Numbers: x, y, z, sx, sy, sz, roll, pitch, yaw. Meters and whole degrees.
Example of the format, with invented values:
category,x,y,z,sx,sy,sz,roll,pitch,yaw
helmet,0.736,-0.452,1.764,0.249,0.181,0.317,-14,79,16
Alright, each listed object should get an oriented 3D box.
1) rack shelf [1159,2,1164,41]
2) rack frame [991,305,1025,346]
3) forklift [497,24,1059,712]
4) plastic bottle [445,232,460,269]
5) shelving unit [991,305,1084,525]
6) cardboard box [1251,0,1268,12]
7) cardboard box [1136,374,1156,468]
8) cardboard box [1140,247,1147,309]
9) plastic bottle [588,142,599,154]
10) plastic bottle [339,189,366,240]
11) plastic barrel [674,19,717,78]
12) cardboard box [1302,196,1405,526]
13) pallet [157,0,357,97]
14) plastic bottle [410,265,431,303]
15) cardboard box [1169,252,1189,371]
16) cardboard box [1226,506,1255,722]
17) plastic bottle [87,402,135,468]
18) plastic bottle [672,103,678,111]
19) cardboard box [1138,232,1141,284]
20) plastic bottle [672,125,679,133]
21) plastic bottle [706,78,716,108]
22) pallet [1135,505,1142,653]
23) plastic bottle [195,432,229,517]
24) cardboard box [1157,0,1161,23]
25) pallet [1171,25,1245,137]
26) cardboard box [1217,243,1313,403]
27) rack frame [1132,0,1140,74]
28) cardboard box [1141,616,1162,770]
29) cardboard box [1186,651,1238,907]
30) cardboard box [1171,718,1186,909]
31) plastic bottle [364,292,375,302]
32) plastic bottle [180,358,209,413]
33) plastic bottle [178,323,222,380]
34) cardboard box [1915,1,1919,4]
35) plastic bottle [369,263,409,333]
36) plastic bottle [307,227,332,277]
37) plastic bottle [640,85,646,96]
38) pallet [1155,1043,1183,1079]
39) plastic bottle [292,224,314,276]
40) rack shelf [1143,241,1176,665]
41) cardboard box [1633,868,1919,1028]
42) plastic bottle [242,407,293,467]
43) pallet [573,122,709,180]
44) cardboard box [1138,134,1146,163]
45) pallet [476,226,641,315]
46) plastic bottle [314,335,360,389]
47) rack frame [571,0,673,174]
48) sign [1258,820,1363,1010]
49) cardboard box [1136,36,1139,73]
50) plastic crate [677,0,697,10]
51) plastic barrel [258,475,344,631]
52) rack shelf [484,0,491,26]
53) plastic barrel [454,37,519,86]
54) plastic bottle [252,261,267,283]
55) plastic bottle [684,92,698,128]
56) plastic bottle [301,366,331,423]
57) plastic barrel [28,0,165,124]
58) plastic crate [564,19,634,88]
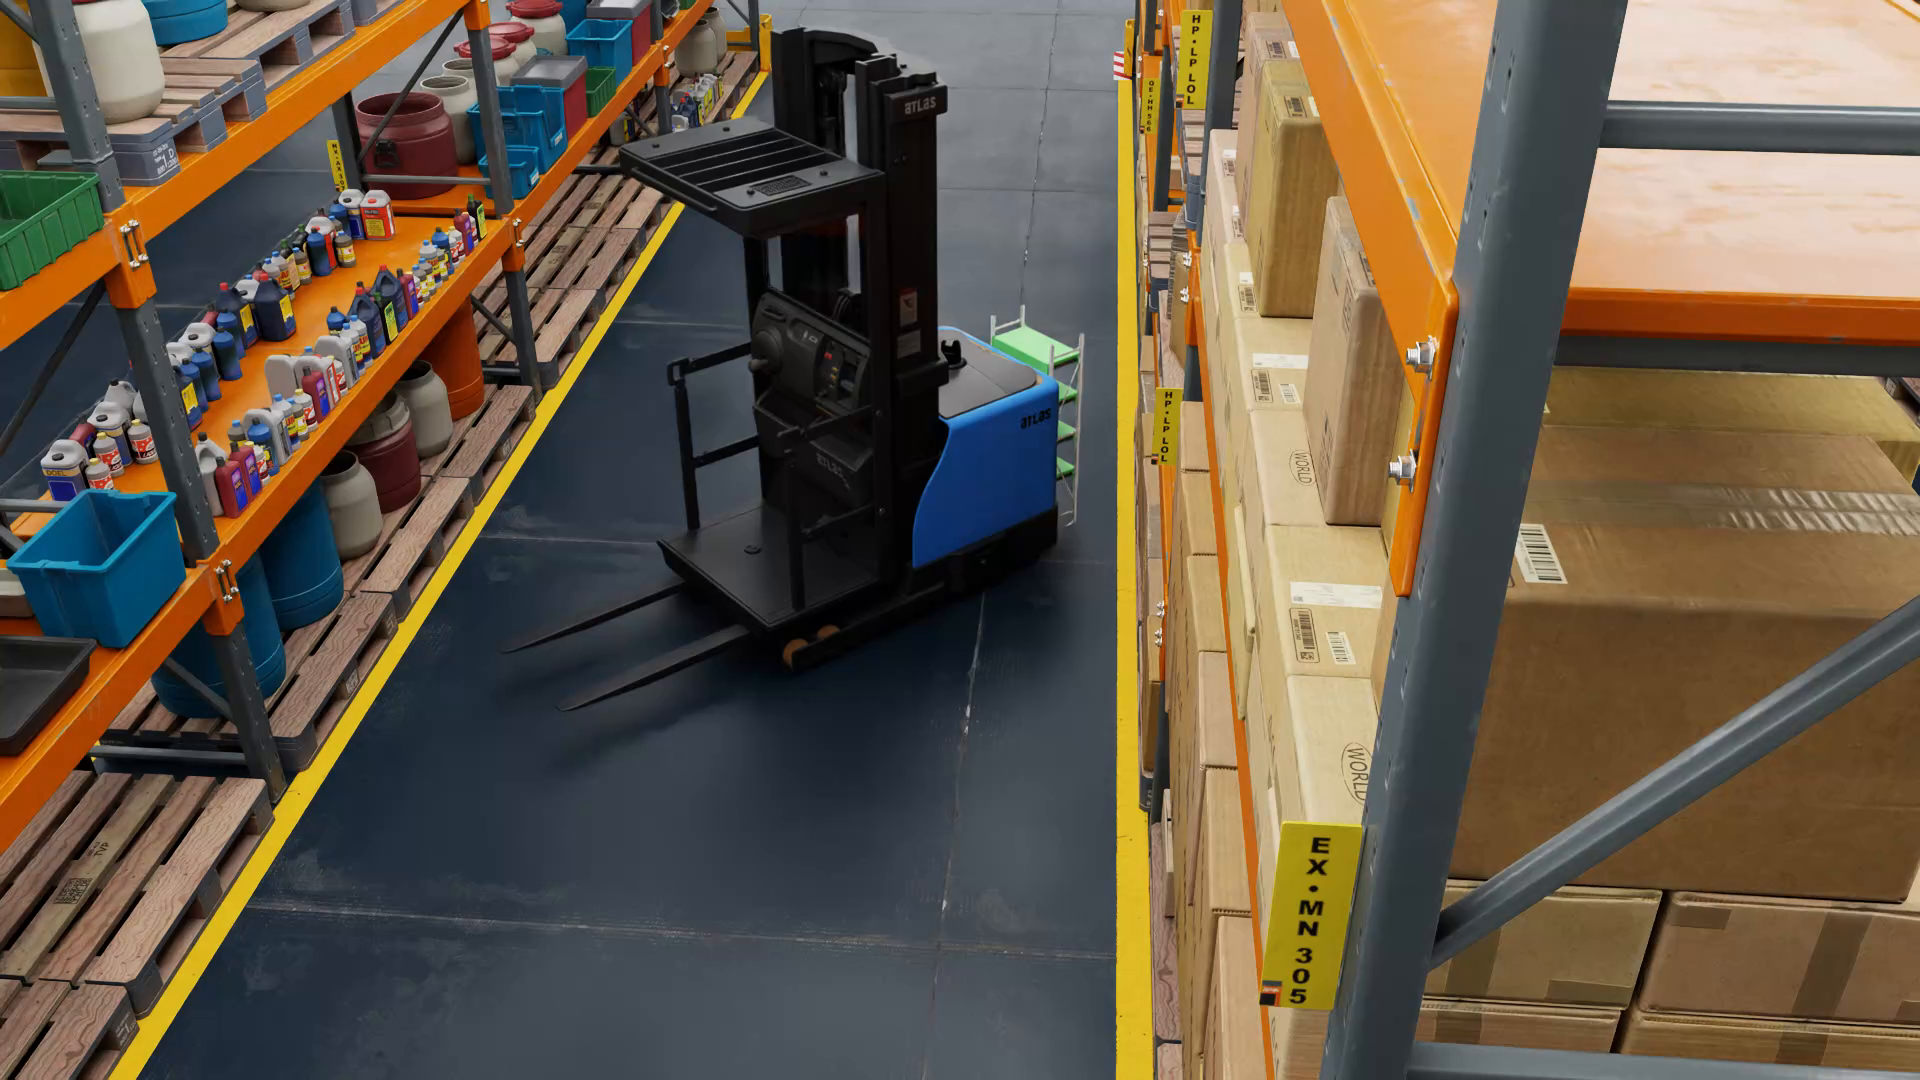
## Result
category,x,y,z,sx,sy,sz,roll,pitch,yaw
rack shelf,1.820,-4.018,11.018,1.077,0.370,4.000,2,32,4
rack frame,0.270,-0.774,9.642,0.240,1.200,0.015,-23,39,-33
forklift,-0.913,-0.892,8.184,3.031,2.935,1.130,-23,39,-33
plastic bottle,-2.941,-1.669,9.570,0.097,0.201,0.097,0,32,0
shelving unit,0.425,-0.675,9.482,0.258,1.200,0.503,-23,39,-33
cardboard box,1.478,-2.061,6.566,0.600,0.600,0.600,2,32,3
cardboard box,1.298,-0.625,9.648,0.500,0.500,0.500,1,32,2
cardboard box,1.490,-1.805,11.286,0.500,0.311,0.500,2,32,3
plastic bottle,-3.235,-3.506,14.607,0.097,0.201,0.097,0,32,0
plastic bottle,-3.637,-1.950,9.953,0.152,0.276,0.135,2,32,4
plastic barrel,-2.646,-4.908,16.607,0.421,0.512,0.421,0,32,0
cardboard box,1.090,-0.357,3.342,0.700,0.500,0.500,2,32,4
pallet,-3.549,-2.327,7.768,1.003,0.211,1.213,2,32,4
plastic bottle,-2.981,-1.415,9.157,0.097,0.201,0.097,0,32,0
cardboard box,1.414,-1.058,7.892,0.700,0.500,0.500,-5,32,-9
cardboard box,0.864,0.166,3.686,0.500,0.250,0.500,2,32,4
plastic bottle,-3.865,-0.481,7.571,0.152,0.276,0.135,2,32,4
plastic bottle,-2.583,-3.818,15.047,0.097,0.271,0.097,0,32,0
cardboard box,1.578,-2.097,12.294,0.500,0.250,0.500,3,32,5
plastic bottle,-2.491,-3.480,14.500,0.097,0.271,0.097,0,32,0
plastic bottle,-2.400,-4.244,15.734,0.152,0.276,0.135,2,32,3
pallet,1.457,0.211,8.987,1.003,0.211,1.213,2,32,4
plastic bottle,-3.250,-0.294,7.195,0.144,0.351,0.185,2,32,4
cardboard box,2.049,-4.644,14.111,0.700,0.500,0.500,2,32,3
pallet,1.536,-1.987,7.216,1.213,0.211,1.003,2,32,4
cardboard box,0.953,-0.570,4.403,0.500,0.250,0.500,2,32,4
rack frame,2.308,-6.185,16.707,1.000,3.000,0.127,2,32,4
cardboard box,1.086,0.697,7.504,0.500,0.500,0.500,2,32,4
cardboard box,0.888,0.665,4.544,0.500,0.500,0.500,3,32,6
cardboard box,0.937,0.832,5.226,0.500,0.500,0.500,2,32,4
plastic bottle,-3.067,-1.174,8.687,0.061,0.283,0.133,2,32,4
plastic bottle,-3.699,-0.748,8.007,0.097,0.271,0.097,0,32,0
plastic bottle,-3.795,-0.937,8.309,0.152,0.276,0.135,2,32,4
cardboard box,6.792,-3.557,11.928,0.700,0.500,0.500,6,32,9
plastic bottle,-3.035,-1.285,8.803,0.144,0.351,0.185,2,32,4
plastic bottle,-3.651,-1.644,9.461,0.097,0.271,0.097,0,32,0
plastic bottle,-3.095,-4.405,16.067,0.097,0.201,0.097,0,32,0
pallet,1.178,2.276,5.636,1.003,0.211,1.213,2,32,4
plastic bottle,-3.731,-1.643,9.448,0.061,0.283,0.133,2,32,4
rack shelf,1.494,-0.649,8.410,1.077,0.370,4.000,2,32,4
cardboard box,1.307,0.498,2.670,0.500,0.250,0.500,2,32,4
plastic bottle,-3.158,-0.488,7.581,0.152,0.276,0.135,2,32,4
pallet,-2.858,-3.469,14.958,1.003,0.211,1.213,2,32,4
cardboard box,1.701,-3.134,13.443,0.500,0.311,0.500,3,32,4
pallet,-3.076,-2.067,12.684,1.003,0.211,1.213,2,32,4
plastic bottle,-3.093,-0.902,8.253,0.152,0.276,0.135,2,32,4
rack frame,-2.954,-4.307,13.659,1.000,3.000,0.127,2,32,4
sign,0.454,0.494,2.167,0.100,0.325,0.005,2,32,4
cardboard box,2.043,-4.922,16.878,0.500,0.250,0.500,2,32,4
plastic crate,-2.562,-4.914,14.847,0.450,0.188,0.662,2,32,4
plastic barrel,-3.486,-0.063,8.373,0.600,0.901,0.708,2,32,4
rack shelf,-3.117,-4.231,11.364,1.077,0.370,4.000,2,32,4
plastic barrel,-3.345,-3.264,11.837,0.433,0.535,0.433,0,32,0
plastic bottle,-3.776,-1.351,8.974,0.061,0.283,0.133,2,32,4
plastic bottle,-2.459,-3.869,15.055,0.144,0.351,0.185,1,32,2
plastic bottle,-3.078,-0.712,7.937,0.061,0.283,0.133,2,32,4
plastic barrel,-3.312,-1.901,6.368,0.433,0.535,0.433,0,32,0
plastic crate,-2.734,-3.710,12.706,0.392,0.384,0.575,2,32,4
